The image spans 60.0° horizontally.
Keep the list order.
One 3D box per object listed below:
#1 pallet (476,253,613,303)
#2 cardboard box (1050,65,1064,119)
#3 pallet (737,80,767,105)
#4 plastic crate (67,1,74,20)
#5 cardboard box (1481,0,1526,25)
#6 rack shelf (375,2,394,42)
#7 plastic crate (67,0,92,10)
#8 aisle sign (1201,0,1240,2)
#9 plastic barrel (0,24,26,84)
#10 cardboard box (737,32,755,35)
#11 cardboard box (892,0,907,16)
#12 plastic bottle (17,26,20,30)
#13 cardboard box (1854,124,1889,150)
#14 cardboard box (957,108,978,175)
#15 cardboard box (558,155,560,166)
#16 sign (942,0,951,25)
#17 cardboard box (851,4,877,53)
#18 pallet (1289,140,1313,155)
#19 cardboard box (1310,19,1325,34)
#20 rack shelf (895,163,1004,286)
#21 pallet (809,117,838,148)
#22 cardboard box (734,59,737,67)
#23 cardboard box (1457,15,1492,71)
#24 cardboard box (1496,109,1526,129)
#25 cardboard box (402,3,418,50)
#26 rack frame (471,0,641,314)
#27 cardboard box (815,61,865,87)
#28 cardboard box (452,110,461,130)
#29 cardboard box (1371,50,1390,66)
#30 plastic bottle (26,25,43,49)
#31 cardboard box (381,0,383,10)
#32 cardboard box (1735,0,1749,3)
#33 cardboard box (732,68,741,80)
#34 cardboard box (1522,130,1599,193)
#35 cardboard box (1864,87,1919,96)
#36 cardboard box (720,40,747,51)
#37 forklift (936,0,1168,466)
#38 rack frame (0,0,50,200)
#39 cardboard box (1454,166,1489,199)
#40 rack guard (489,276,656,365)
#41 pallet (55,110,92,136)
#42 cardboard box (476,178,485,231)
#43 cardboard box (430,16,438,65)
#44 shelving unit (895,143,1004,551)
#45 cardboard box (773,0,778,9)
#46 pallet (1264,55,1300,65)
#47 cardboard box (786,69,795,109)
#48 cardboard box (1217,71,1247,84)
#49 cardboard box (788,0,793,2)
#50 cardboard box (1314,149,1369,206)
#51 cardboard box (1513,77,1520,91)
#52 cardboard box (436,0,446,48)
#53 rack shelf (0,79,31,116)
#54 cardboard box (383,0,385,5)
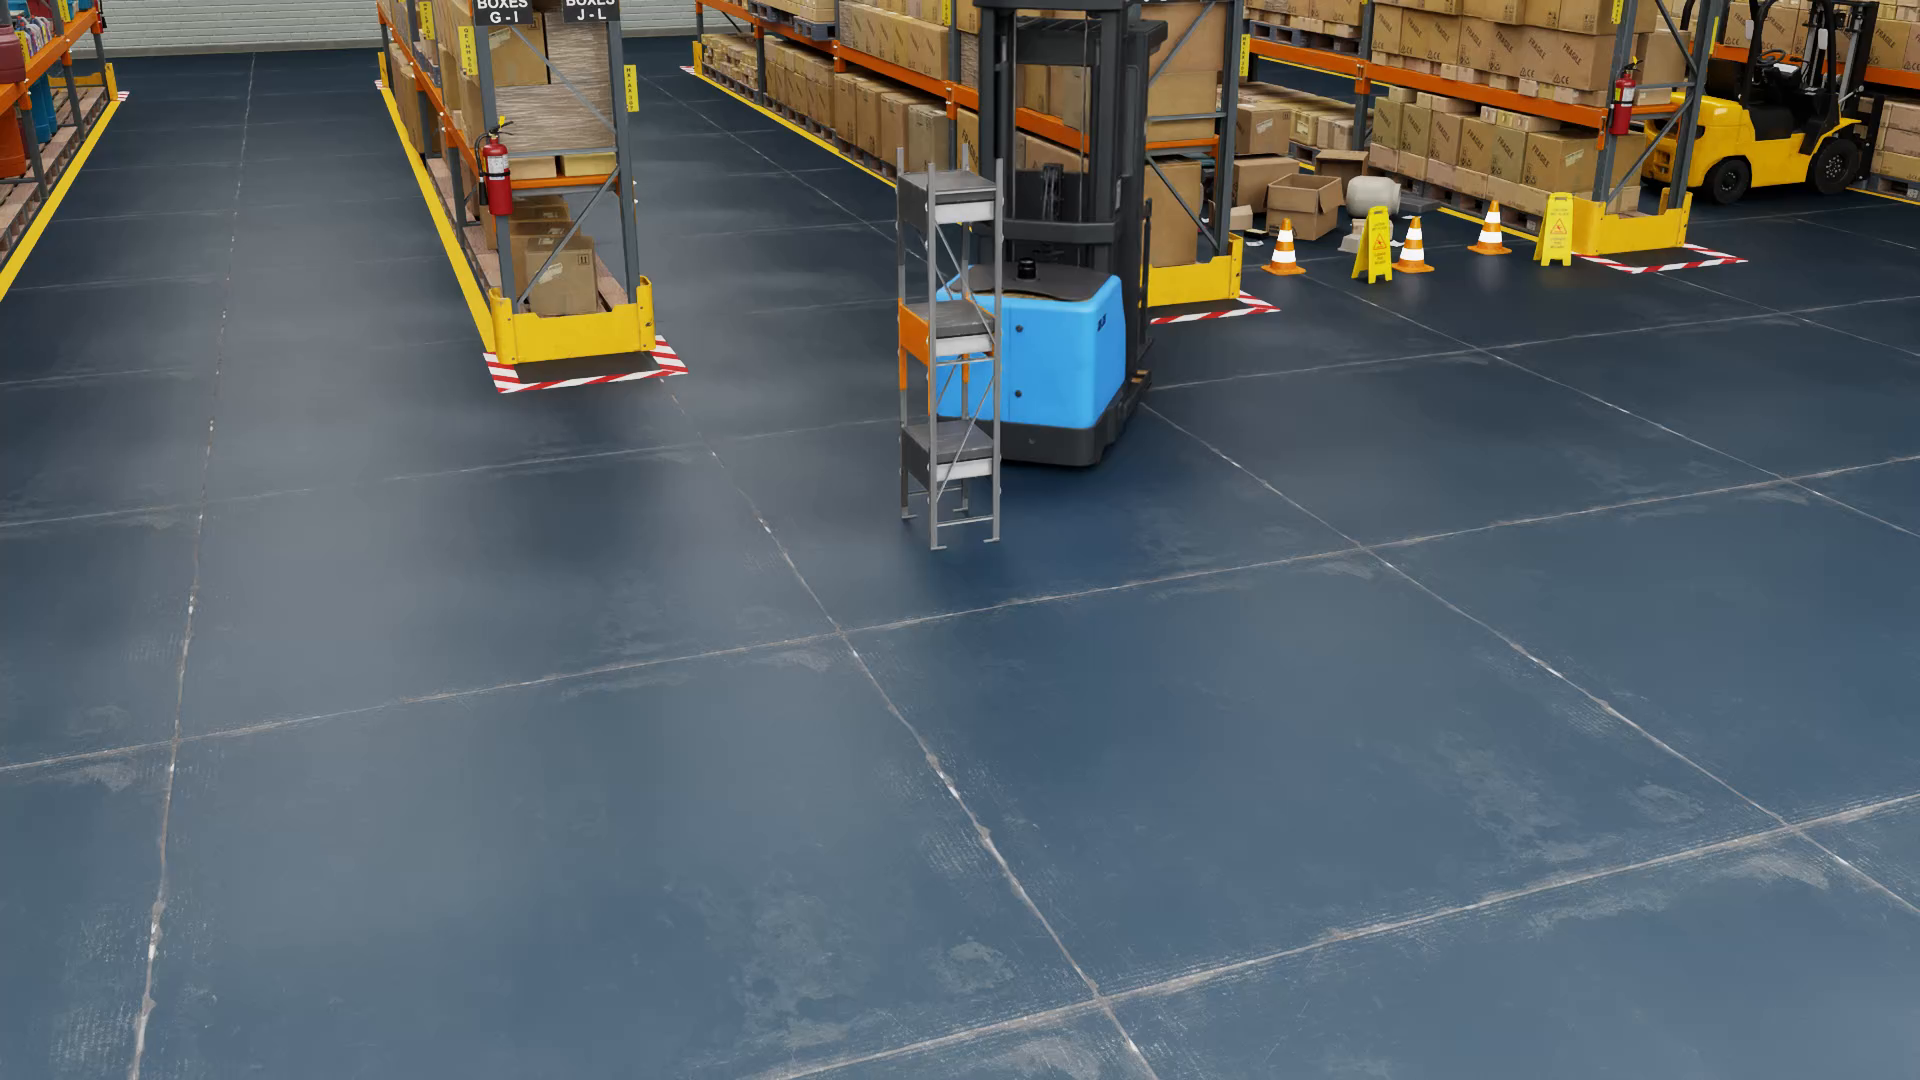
[{"bbox_3d":[-3.600,-2.276,14.378,1.003,0.211,1.213,-8,24,-19],"label":"pallet"},{"bbox_3d":[1.316,-4.050,14.804,0.875,0.550,0.550,-8,24,-19],"label":"cardboard box"},{"bbox_3d":[-2.725,-6.749,24.991,1.003,0.211,1.213,-8,24,-19],"label":"pallet"},{"bbox_3d":[-12.212,-7.164,22.524,0.416,0.233,0.300,-8,24,-19],"label":"plastic crate"},{"bbox_3d":[5.546,-5.306,16.178,0.700,0.500,0.500,-9,24,-20],"label":"cardboard box"},{"bbox_3d":[-7.837,-7.546,24.218,1.077,0.370,4.000,-8,24,-19],"label":"rack shelf"},{"bbox_3d":[-12.885,-7.873,23.944,0.616,0.435,0.499,-8,24,-19],"label":"plastic crate"},{"bbox_3d":[2.090,-4.648,13.069,0.394,0.787,0.004,-8,24,-19],"label":"aisle sign"},{"bbox_3d":[-9.904,-4.954,16.966,0.600,0.536,0.708,-8,24,-19],"label":"plastic barrel"},{"bbox_3d":[-3.444,-8.245,27.313,0.380,0.149,0.250,-8,24,-18],"label":"cardboard box"},{"bbox_3d":[-0.349,-6.128,18.512,0.700,0.500,0.500,-9,24,-20],"label":"cardboard box"},{"bbox_3d":[-11.078,-5.925,19.610,0.097,0.271,0.097,0,23,0],"label":"plastic bottle"},{"bbox_3d":[10.188,-4.492,18.402,0.500,0.250,0.500,-9,24,-20],"label":"cardboard box"},{"bbox_3d":[0.528,-3.864,16.751,0.875,0.875,0.875,-8,24,-18],"label":"cardboard box"},{"bbox_3d":[-2.840,-2.905,12.603,0.380,0.149,0.250,-8,24,-19],"label":"cardboard box"},{"bbox_3d":[-0.133,-5.307,16.591,0.100,0.325,0.005,-8,24,-19],"label":"sign"},{"bbox_3d":[-0.954,-6.003,19.502,0.500,0.500,0.500,-9,24,-19],"label":"cardboard box"},{"bbox_3d":[4.255,-5.046,20.950,1.003,0.211,1.213,-8,24,-19],"label":"pallet"},{"bbox_3d":[4.325,-6.018,19.448,0.380,0.149,0.250,-9,24,-20],"label":"cardboard box"},{"bbox_3d":[-0.058,-1.660,8.718,0.431,0.518,0.480,-8,24,-19],"label":"rack shelf"},{"bbox_3d":[-1.317,-5.341,21.649,1.003,0.211,1.213,-8,24,-19],"label":"pallet"},{"bbox_3d":[-3.263,-7.369,25.618,0.380,0.149,0.250,-10,25,-21],"label":"cardboard box"},{"bbox_3d":[5.422,-5.045,16.845,0.500,0.500,0.500,-8,24,-18],"label":"cardboard box"},{"bbox_3d":[5.574,-4.193,16.534,0.380,0.149,0.250,-8,24,-18],"label":"cardboard box"},{"bbox_3d":[-6.295,-6.071,19.663,0.500,0.500,0.500,-9,24,-19],"label":"cardboard box"},{"bbox_3d":[-2.892,-2.791,12.009,1.000,3.000,0.127,-8,24,-19],"label":"rack frame"},{"bbox_3d":[-1.529,-5.941,21.196,0.500,0.250,0.500,-9,24,-20],"label":"cardboard box"},{"bbox_3d":[-4.173,-3.643,14.356,0.380,0.149,0.250,-8,24,-19],"label":"cardboard box"},{"bbox_3d":[4.777,-5.330,18.357,0.380,0.149,0.250,-8,24,-19],"label":"cardboard box"},{"bbox_3d":[-10.968,-5.951,19.666,0.152,0.276,0.135,-8,24,-19],"label":"plastic bottle"},{"bbox_3d":[-8.183,-7.756,24.113,0.380,0.149,0.250,-9,24,-20],"label":"cardboard box"},{"bbox_3d":[9.475,-6.479,19.797,0.380,0.149,0.250,-9,24,-20],"label":"cardboard box"},{"bbox_3d":[-3.278,-7.146,25.473,0.380,0.149,0.250,-8,24,-19],"label":"cardboard box"},{"bbox_3d":[5.852,-3.678,16.148,0.500,0.500,0.500,-8,24,-19],"label":"cardboard box"},{"bbox_3d":[10.508,-4.972,18.897,0.500,0.250,0.500,-9,24,-20],"label":"cardboard box"},{"bbox_3d":[-3.568,-7.792,26.238,0.380,0.149,0.250,-7,24,-17],"label":"cardboard box"},{"bbox_3d":[0.722,-2.343,11.036,1.130,2.935,3.031,6,24,15],"label":"forklift"},{"bbox_3d":[-10.351,-5.018,17.294,1.000,3.000,0.127,-8,24,-19],"label":"rack frame"},{"bbox_3d":[5.476,-3.712,17.196,0.500,0.250,0.500,-9,25,-21],"label":"cardboard box"},{"bbox_3d":[-2.919,-1.667,12.560,1.175,0.500,0.348,-8,24,-19],"label":"rack guard"},{"bbox_3d":[-12.061,-5.448,21.905,1.003,0.211,1.213,-8,24,-19],"label":"pallet"},{"bbox_3d":[-4.201,-3.135,15.504,0.500,0.500,0.500,-9,25,-21],"label":"cardboard box"},{"bbox_3d":[-5.004,-5.103,16.821,0.797,0.503,0.637,-6,24,-14],"label":"cardboard box"},{"bbox_3d":[-0.058,-1.028,8.985,0.431,2.100,0.503,-8,24,-19],"label":"shelving unit"},{"bbox_3d":[-2.280,-7.193,22.236,0.380,0.149,0.250,-9,24,-20],"label":"cardboard box"},{"bbox_3d":[6.106,-8.602,29.387,1.003,0.211,1.213,-8,24,-19],"label":"pallet"},{"bbox_3d":[-2.056,-6.151,22.660,0.500,0.500,0.500,-8,24,-18],"label":"cardboard box"},{"bbox_3d":[3.387,-6.534,23.086,0.875,0.875,0.875,-9,24,-19],"label":"cardboard box"},{"bbox_3d":[-2.007,-7.047,21.507,0.380,0.149,0.250,-9,24,-19],"label":"cardboard box"},{"bbox_3d":[4.072,-3.877,17.802,0.500,0.500,0.500,8,24,18],"label":"cardboard box"},{"bbox_3d":[5.705,-4.516,16.426,0.380,0.149,0.250,-8,24,-18],"label":"cardboard box"},{"bbox_3d":[-4.206,-4.508,14.285,0.500,0.500,0.500,-8,24,-19],"label":"cardboard box"},{"bbox_3d":[-9.645,-3.960,15.709,1.077,0.370,4.000,-8,24,-19],"label":"rack shelf"},{"bbox_3d":[-7.898,-7.717,23.506,0.500,0.250,0.500,-8,24,-18],"label":"cardboard box"}]
